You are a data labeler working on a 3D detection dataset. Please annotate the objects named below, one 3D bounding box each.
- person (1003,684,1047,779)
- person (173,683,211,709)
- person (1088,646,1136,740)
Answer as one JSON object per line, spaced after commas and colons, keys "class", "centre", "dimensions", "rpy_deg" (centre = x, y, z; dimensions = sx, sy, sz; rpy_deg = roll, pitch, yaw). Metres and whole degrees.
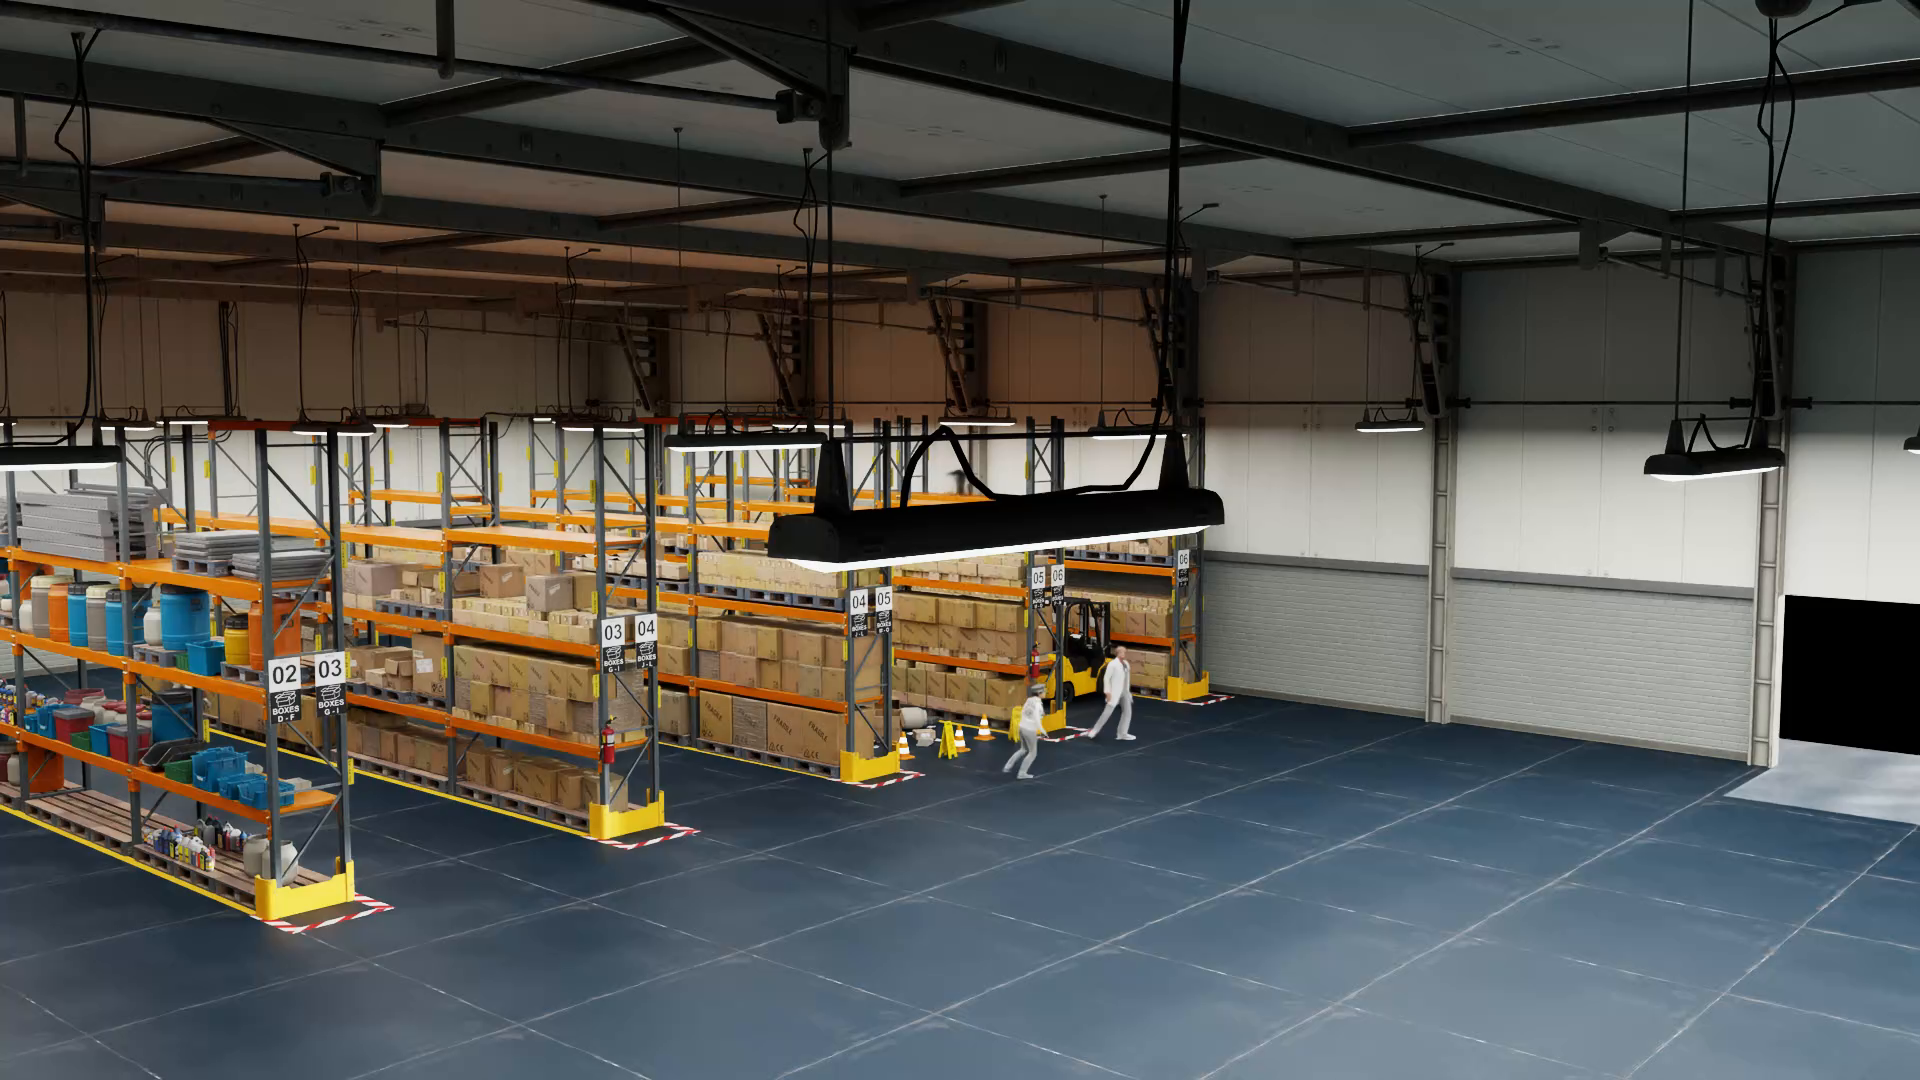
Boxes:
{"class": "person", "centre": [1.119, 3.212, 27.906], "dimensions": [0.689, 1.604, 0.576], "rpy_deg": [-2, 5, -20]}
{"class": "person", "centre": [-13.931, 3.005, 29.925], "dimensions": [0.869, 1.689, 0.672], "rpy_deg": [2, 5, 20]}
{"class": "person", "centre": [2.871, 2.867, 31.135], "dimensions": [0.834, 1.751, 0.707], "rpy_deg": [-4, 6, -40]}
